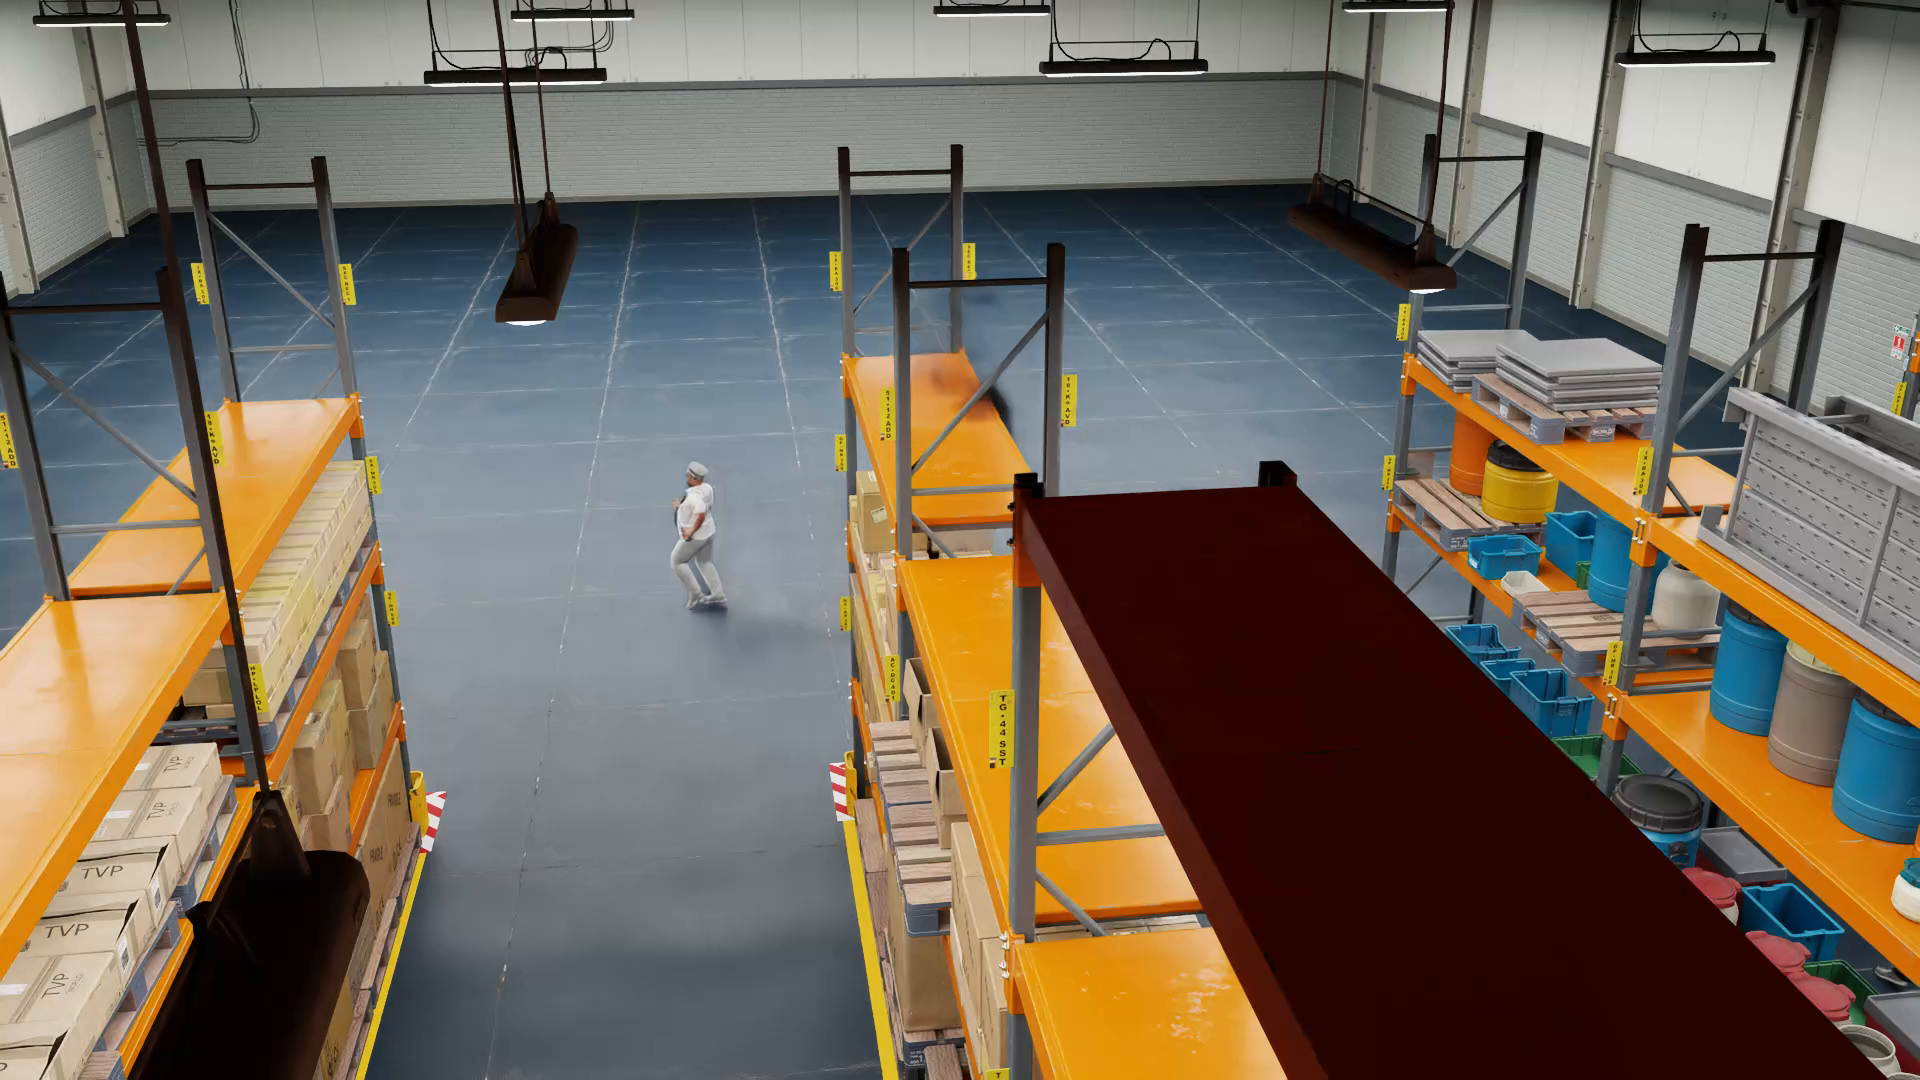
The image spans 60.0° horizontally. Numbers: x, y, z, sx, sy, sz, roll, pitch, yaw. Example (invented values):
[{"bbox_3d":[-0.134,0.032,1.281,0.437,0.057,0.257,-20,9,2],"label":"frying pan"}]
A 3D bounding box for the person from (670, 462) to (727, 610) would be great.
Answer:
[{"bbox_3d":[-3.101,-0.040,19.382,0.696,1.826,0.634,8,23,20],"label":"person"}]

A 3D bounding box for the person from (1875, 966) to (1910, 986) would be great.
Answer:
[{"bbox_3d":[7.292,2.799,12.344,0.534,1.590,0.890,-7,23,-18],"label":"person"}]
